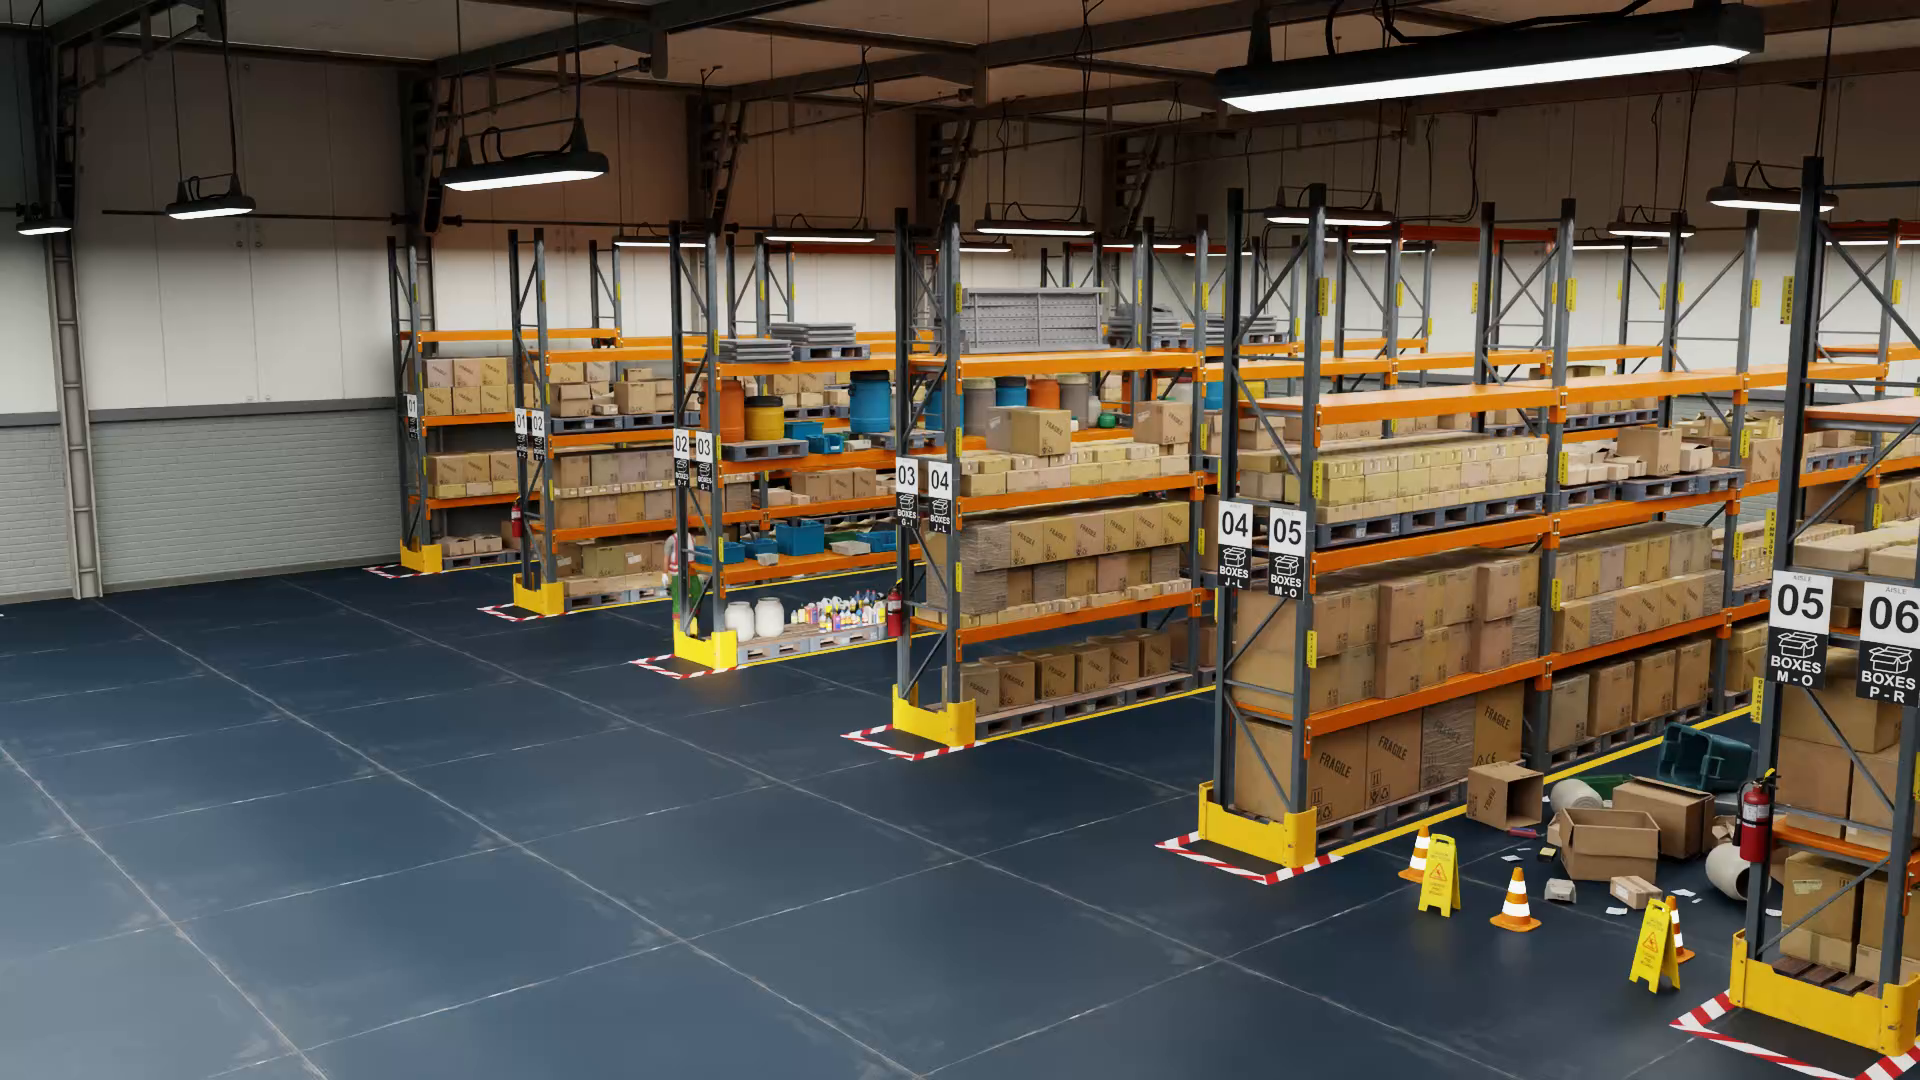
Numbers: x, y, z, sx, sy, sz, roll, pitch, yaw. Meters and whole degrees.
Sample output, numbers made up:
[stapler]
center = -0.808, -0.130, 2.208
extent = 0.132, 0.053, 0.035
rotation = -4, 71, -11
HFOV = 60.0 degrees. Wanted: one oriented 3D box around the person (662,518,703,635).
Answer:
[person]
center = -4.084, 0.538, 24.522
extent = 0.647, 1.813, 0.391
rotation = -6, 11, -36
